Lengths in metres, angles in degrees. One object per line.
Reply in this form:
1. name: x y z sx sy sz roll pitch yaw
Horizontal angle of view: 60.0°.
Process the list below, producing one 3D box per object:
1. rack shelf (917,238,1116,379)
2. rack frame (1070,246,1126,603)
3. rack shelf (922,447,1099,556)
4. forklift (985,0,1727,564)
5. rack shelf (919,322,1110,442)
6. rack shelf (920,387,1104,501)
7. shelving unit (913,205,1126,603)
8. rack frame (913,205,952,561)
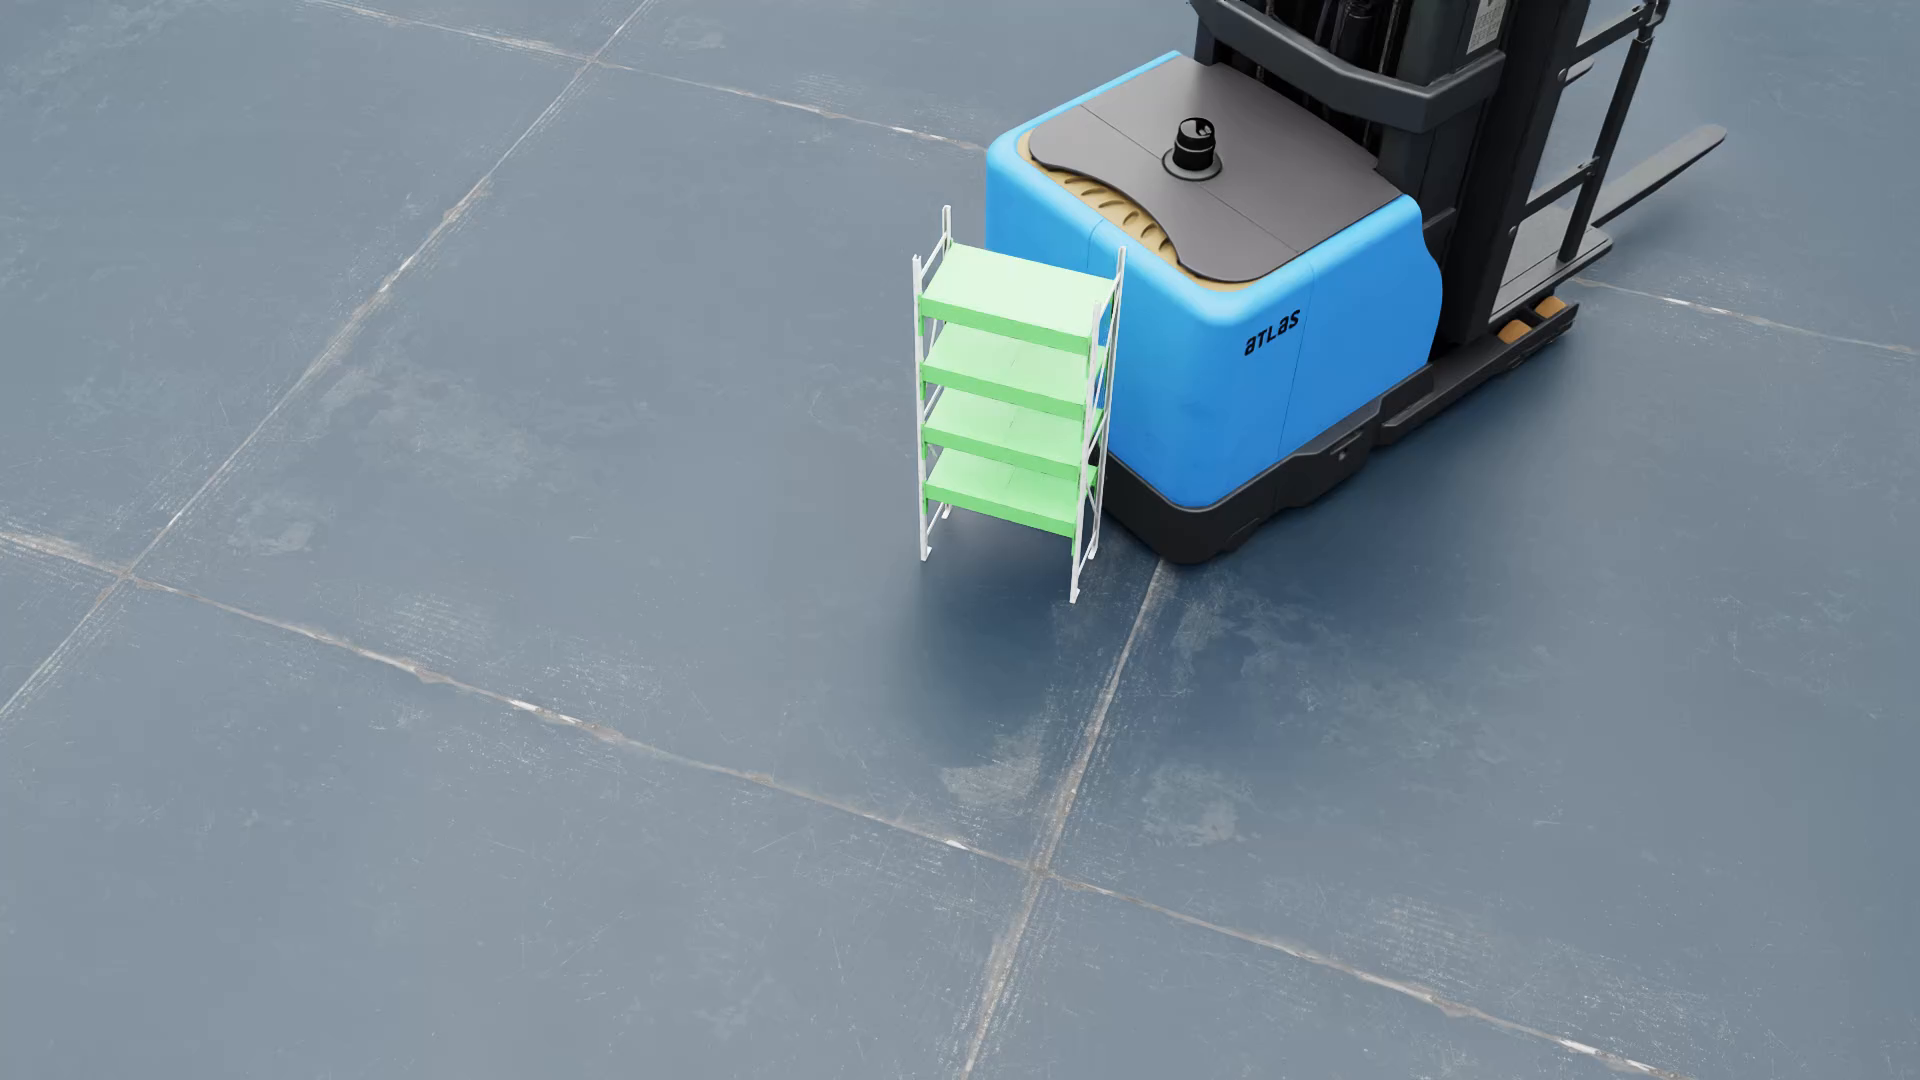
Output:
1. rack shelf: 0.155 -0.622 4.445 0.480 0.148 0.258 16 51 13
2. rack frame: 0.384 -0.286 4.704 0.015 1.200 0.240 16 51 13
3. rack shelf: 0.155 -0.151 4.989 0.480 0.148 0.258 16 51 13
4. forklift: 1.524 -1.836 4.901 3.031 2.935 1.130 -32 56 -24
5. rack shelf: 0.155 -0.465 4.626 0.480 0.148 0.258 16 51 13
6. rack shelf: 0.155 -0.308 4.807 0.480 0.148 0.258 16 51 13
7. shelving unit: 0.155 -0.350 4.759 0.503 1.200 0.258 16 51 13
8. rack frame: -0.074 -0.414 4.814 0.015 1.200 0.240 16 51 13
